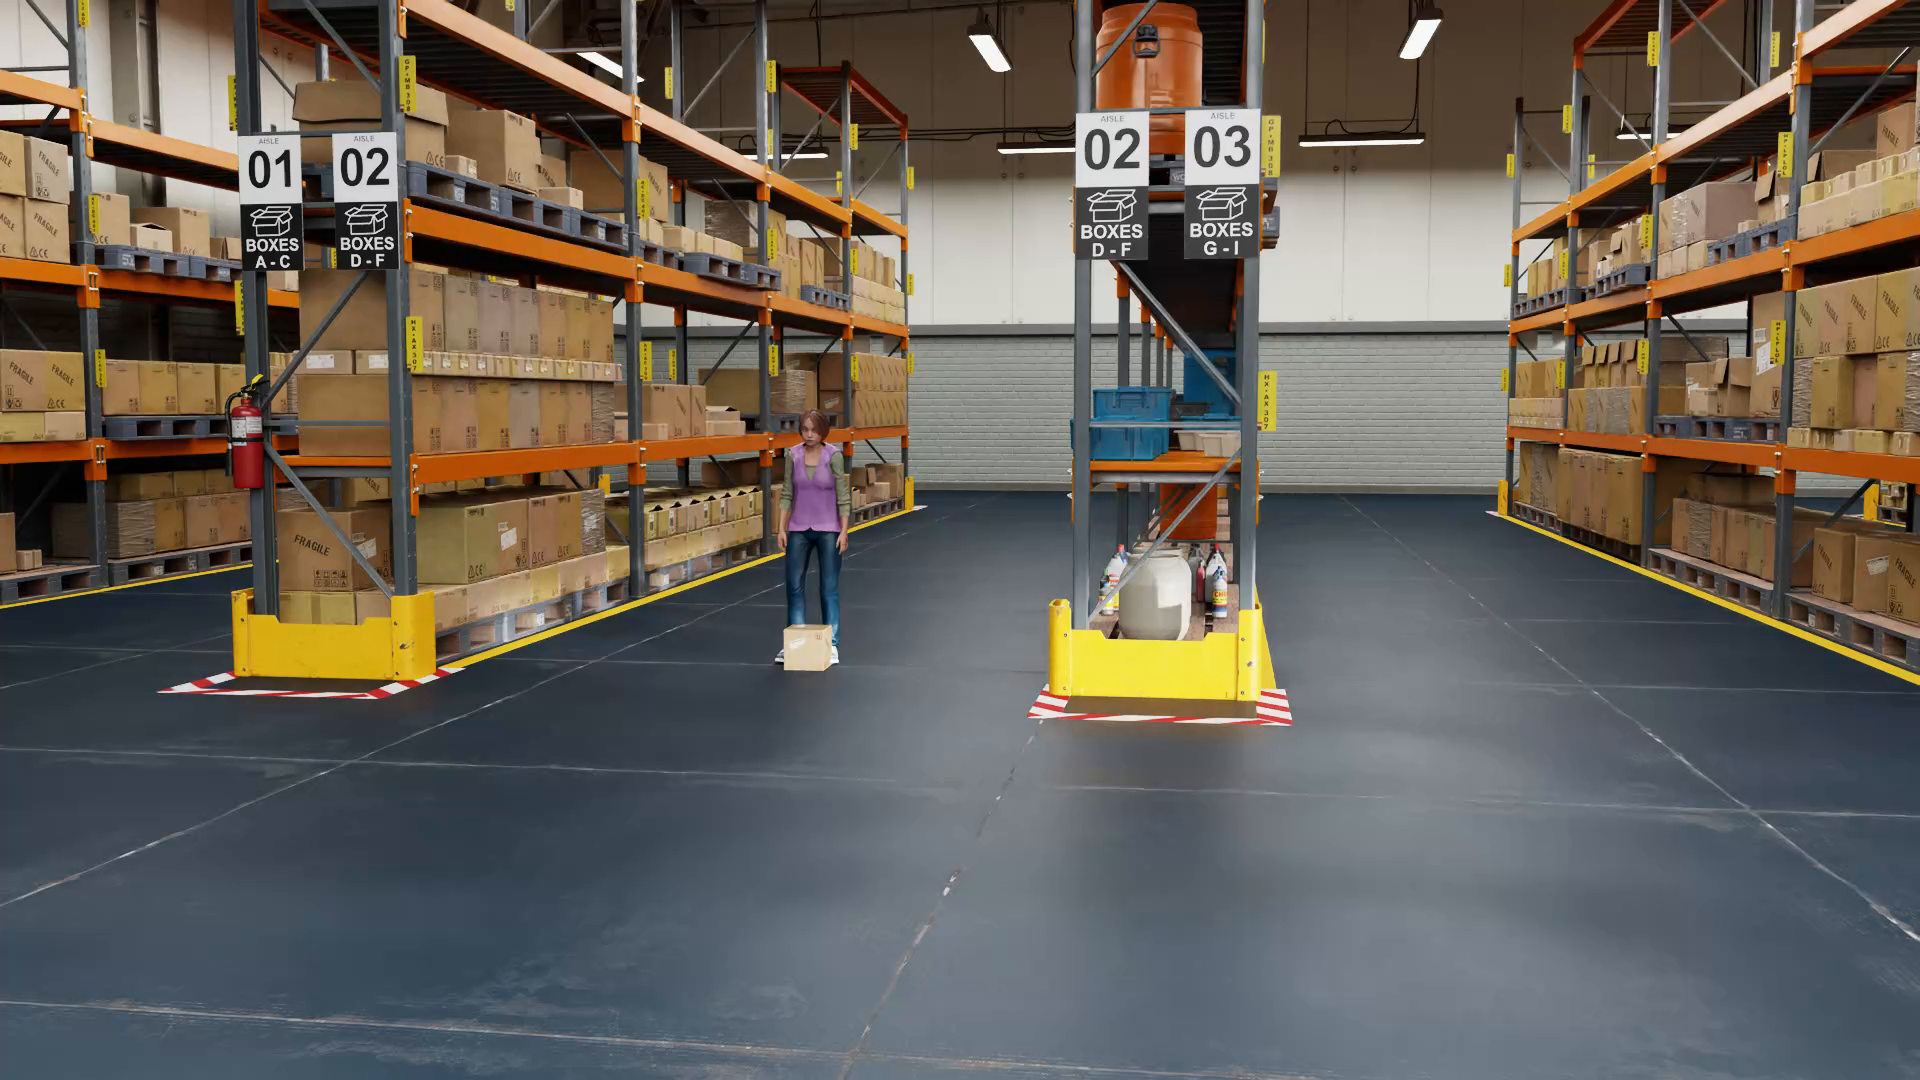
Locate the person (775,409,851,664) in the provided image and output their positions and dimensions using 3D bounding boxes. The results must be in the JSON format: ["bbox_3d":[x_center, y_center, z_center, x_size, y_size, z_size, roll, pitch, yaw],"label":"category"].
[{"bbox_3d":[-0.914,-0.026,10.442,0.460,1.593,0.343,1,5,9],"label":"person"}]
